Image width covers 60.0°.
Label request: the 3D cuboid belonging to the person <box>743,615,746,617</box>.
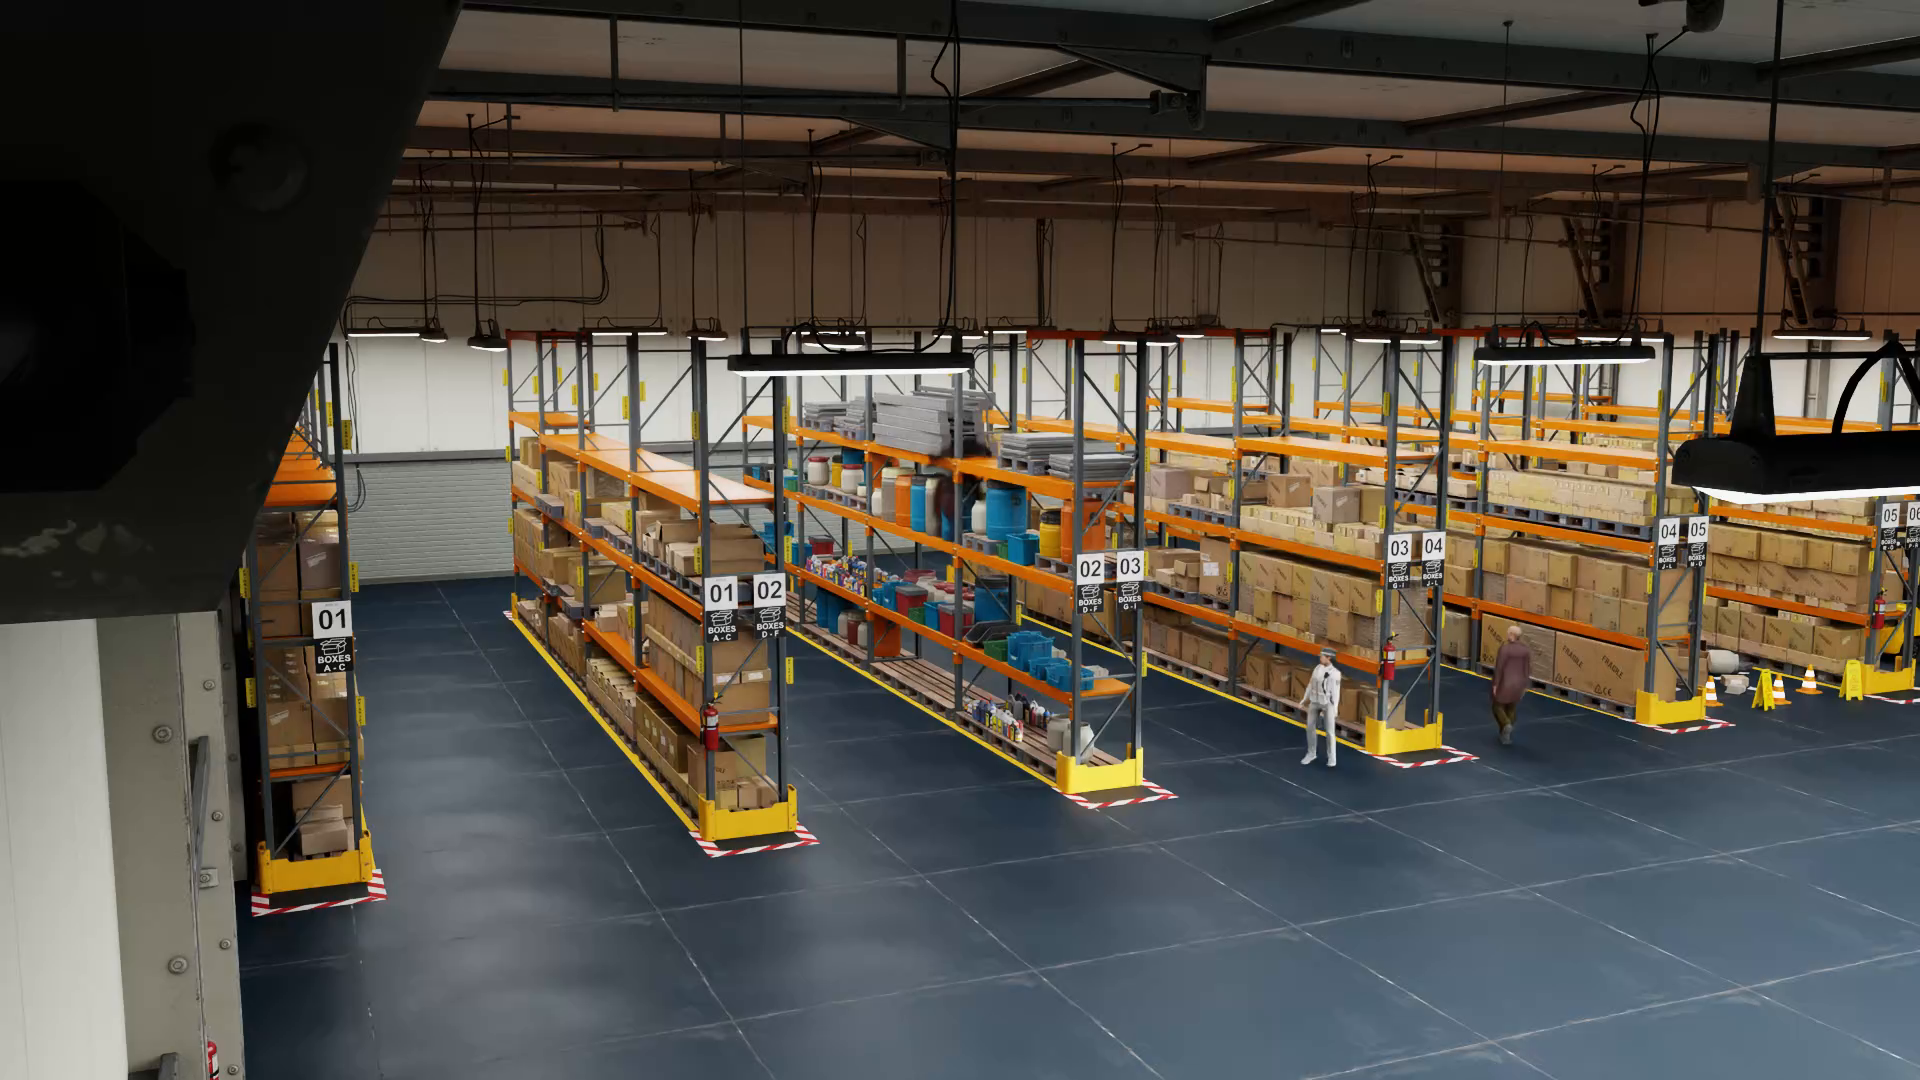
[{"bbox_3d":[-4.201,1.239,30.942,0.551,1.723,1.034,-2,8,-17],"label":"person"}]

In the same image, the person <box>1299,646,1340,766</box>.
[{"bbox_3d":[5.054,2.333,23.394,0.617,1.721,0.397,8,11,44],"label":"person"}]

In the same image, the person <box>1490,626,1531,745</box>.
[{"bbox_3d":[8.076,2.142,24.364,0.578,1.762,0.805,1,8,5],"label":"person"}]
